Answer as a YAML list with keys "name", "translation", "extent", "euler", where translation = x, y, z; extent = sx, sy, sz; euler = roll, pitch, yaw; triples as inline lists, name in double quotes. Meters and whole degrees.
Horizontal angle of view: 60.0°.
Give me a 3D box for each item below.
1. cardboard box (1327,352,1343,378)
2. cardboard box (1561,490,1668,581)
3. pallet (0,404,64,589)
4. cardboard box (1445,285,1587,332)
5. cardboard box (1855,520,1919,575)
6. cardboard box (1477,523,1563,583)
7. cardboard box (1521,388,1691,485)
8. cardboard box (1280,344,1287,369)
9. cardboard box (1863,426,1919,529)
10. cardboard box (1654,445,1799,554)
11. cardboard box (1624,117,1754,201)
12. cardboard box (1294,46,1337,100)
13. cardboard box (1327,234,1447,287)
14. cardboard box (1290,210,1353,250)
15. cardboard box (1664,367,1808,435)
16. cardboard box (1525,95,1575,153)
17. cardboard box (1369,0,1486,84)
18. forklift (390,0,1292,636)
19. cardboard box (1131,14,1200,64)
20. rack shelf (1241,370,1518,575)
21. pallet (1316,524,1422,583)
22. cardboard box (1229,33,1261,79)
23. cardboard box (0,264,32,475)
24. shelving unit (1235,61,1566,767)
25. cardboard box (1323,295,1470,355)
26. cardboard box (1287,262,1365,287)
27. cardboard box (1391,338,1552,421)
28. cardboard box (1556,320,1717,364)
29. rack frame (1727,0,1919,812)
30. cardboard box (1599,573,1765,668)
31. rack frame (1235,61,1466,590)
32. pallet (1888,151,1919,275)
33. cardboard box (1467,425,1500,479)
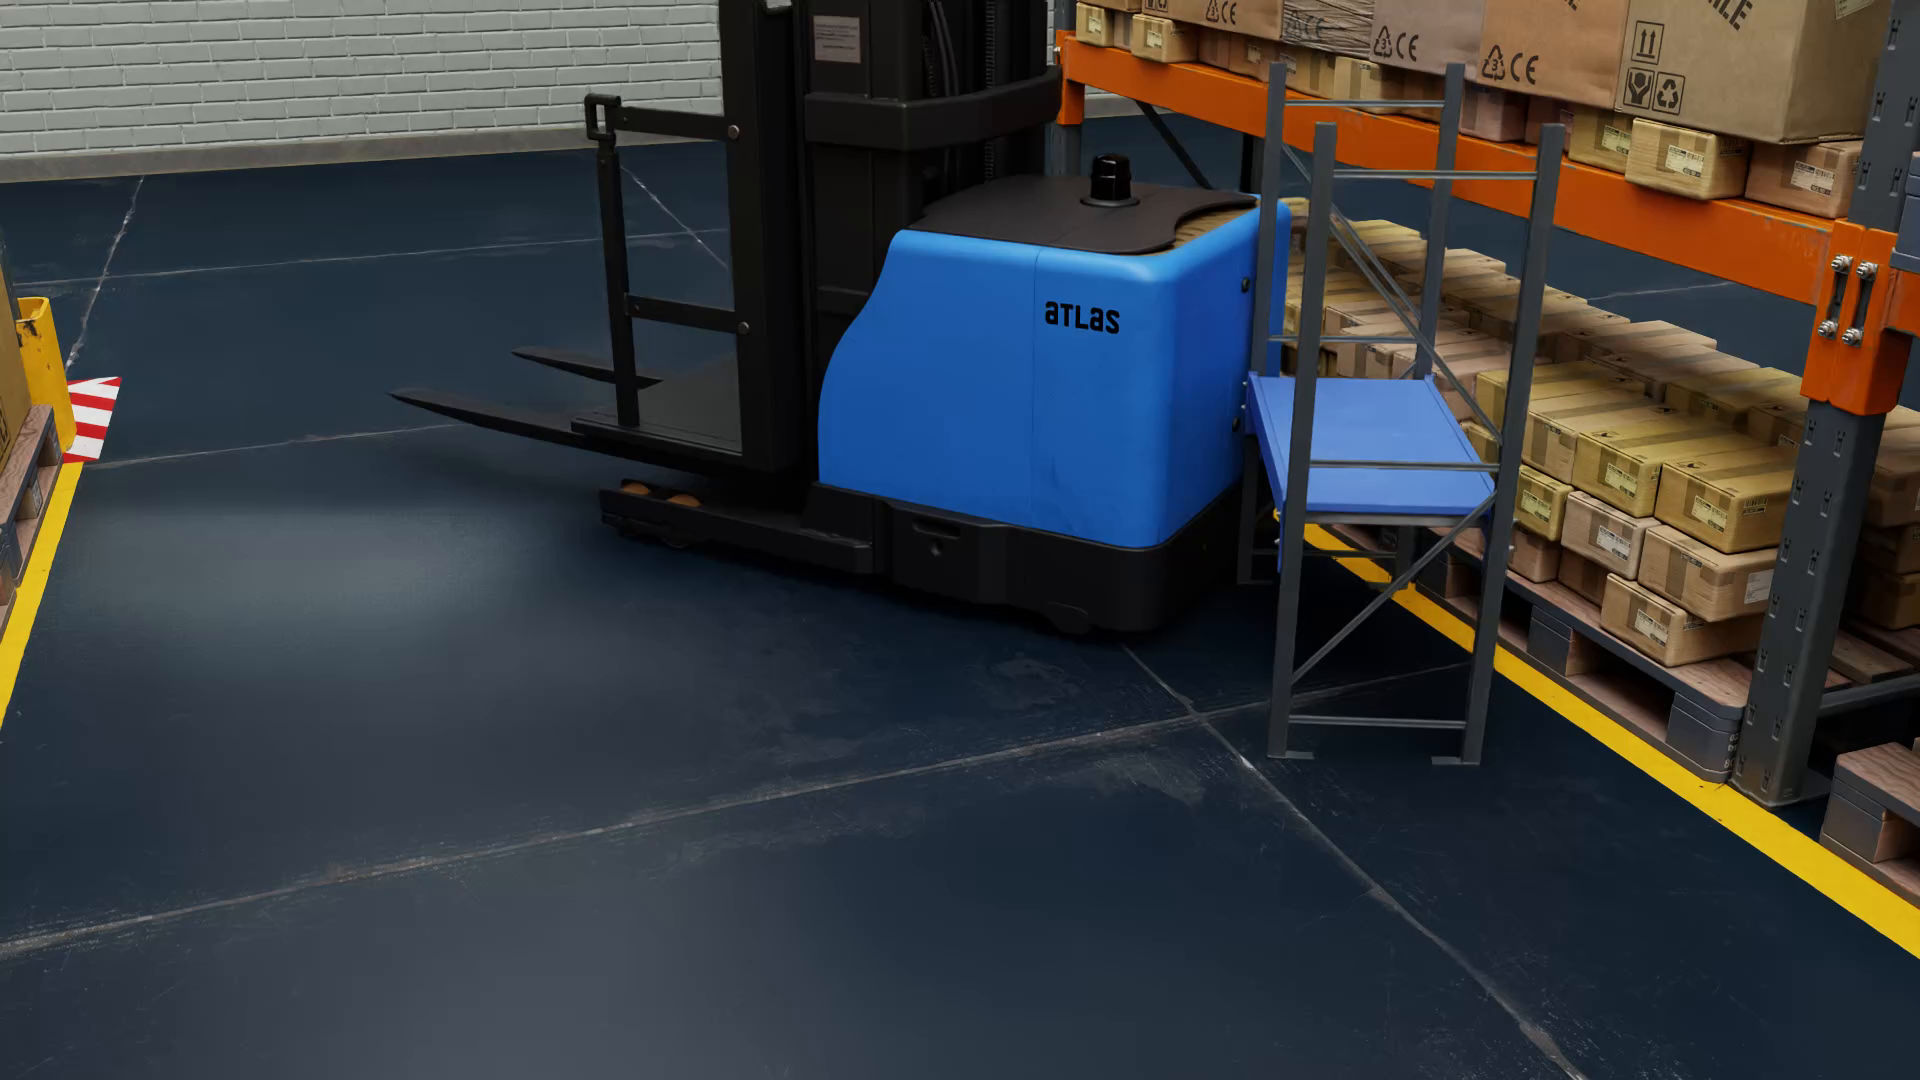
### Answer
- name: "cardboard box"
  translation: [1.421, -0.531, 5.395]
  extent: [0.380, 0.149, 0.250]
  euler: [-7, 24, -16]
- name: "cardboard box"
  translation: [1.768, -0.039, 4.226]
  extent: [0.380, 0.149, 0.250]
  euler: [-10, 25, -22]
- name: "pallet"
  translation: [-3.449, -0.099, 5.213]
  extent: [1.003, 0.211, 1.213]
  euler: [-8, 24, -19]
- name: "cardboard box"
  translation: [1.828, -0.733, 5.491]
  extent: [0.380, 0.149, 0.250]
  euler: [-8, 24, -19]
- name: "cardboard box"
  translation: [2.455, -0.047, 4.246]
  extent: [0.380, 0.149, 0.250]
  euler: [-7, 24, -17]
- name: "cardboard box"
  translation: [1.659, -0.023, 4.572]
  extent: [0.380, 0.149, 0.250]
  euler: [-9, 25, -21]
- name: "cardboard box"
  translation: [1.693, -0.279, 4.413]
  extent: [0.380, 0.149, 0.250]
  euler: [-9, 24, -19]
- name: "cardboard box"
  translation: [1.201, -0.723, 5.851]
  extent: [0.380, 0.149, 0.250]
  euler: [-10, 25, -22]
- name: "cardboard box"
  translation: [2.356, -0.162, 4.136]
  extent: [0.380, 0.149, 0.250]
  euler: [-7, 24, -17]
- name: "cardboard box"
  translation: [1.915, -0.102, 3.993]
  extent: [0.380, 0.149, 0.250]
  euler: [-8, 24, -17]
- name: "cardboard box"
  translation: [1.771, -0.889, 3.820]
  extent: [0.380, 0.149, 0.250]
  euler: [-9, 24, -20]
- name: "cardboard box"
  translation: [1.277, -1.469, 5.198]
  extent: [0.380, 0.149, 0.250]
  euler: [-7, 24, -17]
- name: "cardboard box"
  translation: [1.572, -1.025, 6.185]
  extent: [0.380, 0.149, 0.250]
  euler: [-9, 25, -21]
- name: "cardboard box"
  translation: [1.330, -1.205, 6.610]
  extent: [0.380, 0.149, 0.250]
  euler: [-8, 24, -18]
- name: "cardboard box"
  translation: [2.179, -0.355, 4.594]
  extent: [0.380, 0.149, 0.250]
  euler: [-9, 24, -20]
- name: "cardboard box"
  translation: [1.706, -1.097, 4.314]
  extent: [0.380, 0.149, 0.250]
  euler: [-9, 24, -20]
- name: "cardboard box"
  translation: [1.492, -1.544, 4.540]
  extent: [0.500, 0.500, 0.500]
  euler: [-8, 24, -19]
- name: "forklift"
  translation: [-0.551, -1.489, 5.009]
  extent: [3.031, 2.935, 1.130]
  euler: [12, 26, 27]
- name: "cardboard box"
  translation: [0.852, -1.837, 6.070]
  extent: [0.380, 0.149, 0.250]
  euler: [-9, 24, -20]
- name: "rack shelf"
  translation: [1.027, -0.194, 4.239]
  extent: [0.538, 0.185, 1.000]
  euler: [2, 23, 4]
- name: "pallet"
  translation: [1.579, -0.252, 5.577]
  extent: [1.003, 0.211, 1.213]
  euler: [-8, 24, -19]
- name: "cardboard box"
  translation: [1.145, -1.660, 5.650]
  extent: [0.380, 0.149, 0.250]
  euler: [-9, 24, -20]
- name: "cardboard box"
  translation: [-3.504, -0.657, 5.141]
  extent: [0.875, 0.875, 0.875]
  euler: [-8, 24, -19]
- name: "shelving unit"
  translation: [1.026, -0.359, 4.169]
  extent: [0.538, 1.500, 1.048]
  euler: [2, 23, 4]
- name: "cardboard box"
  translation: [1.400, -0.671, 5.344]
  extent: [0.380, 0.149, 0.250]
  euler: [-8, 24, -19]
- name: "cardboard box"
  translation: [1.171, -0.851, 5.771]
  extent: [0.380, 0.149, 0.250]
  euler: [-7, 24, -17]
- name: "cardboard box"
  translation: [1.492, -0.469, 4.865]
  extent: [0.380, 0.149, 0.250]
  euler: [-10, 25, -22]
- name: "cardboard box"
  translation: [2.052, -0.550, 5.058]
  extent: [0.380, 0.149, 0.250]
  euler: [-8, 24, -18]
- name: "rack frame"
  translation: [2.284, -0.854, 3.415]
  extent: [1.000, 3.000, 0.127]
  euler: [-8, 24, -19]
- name: "cardboard box"
  translation: [1.827, 0.170, 4.114]
  extent: [0.380, 0.149, 0.250]
  euler: [-8, 24, -18]
- name: "rack frame"
  translation: [1.066, -0.556, 4.636]
  extent: [0.500, 1.500, 0.032]
  euler: [2, 23, 4]
- name: "pallet"
  translation: [2.418, -0.468, 2.746]
  extent: [1.003, 0.211, 1.213]
  euler: [-8, 24, -19]
- name: "cardboard box"
  translation: [1.660, -0.238, 4.700]
  extent: [0.380, 0.149, 0.250]
  euler: [-8, 24, -19]
